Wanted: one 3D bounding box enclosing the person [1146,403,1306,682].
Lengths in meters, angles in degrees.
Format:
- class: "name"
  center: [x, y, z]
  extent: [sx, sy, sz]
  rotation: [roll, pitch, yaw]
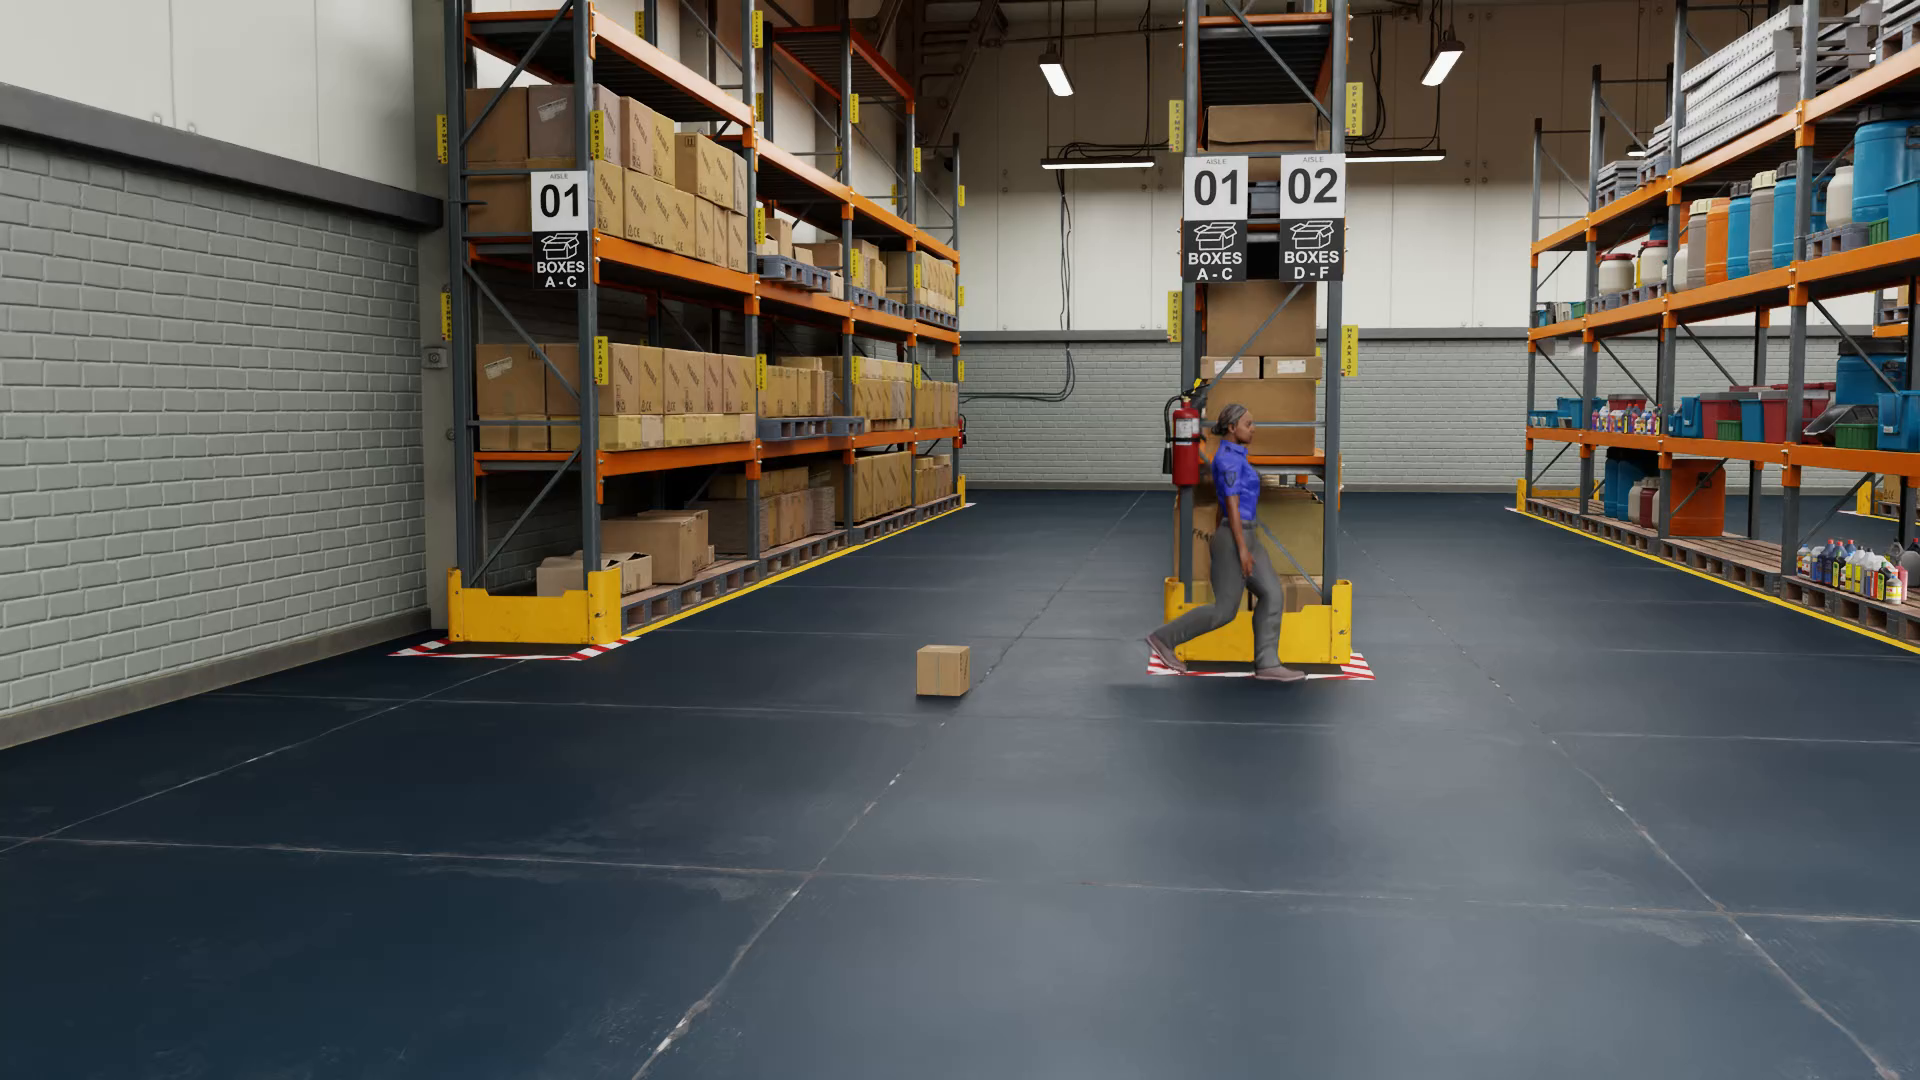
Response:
- class: "person"
  center: [1.543, 0.016, 9.609]
  extent: [0.906, 1.608, 0.471]
  rotation: [1, 5, 17]
